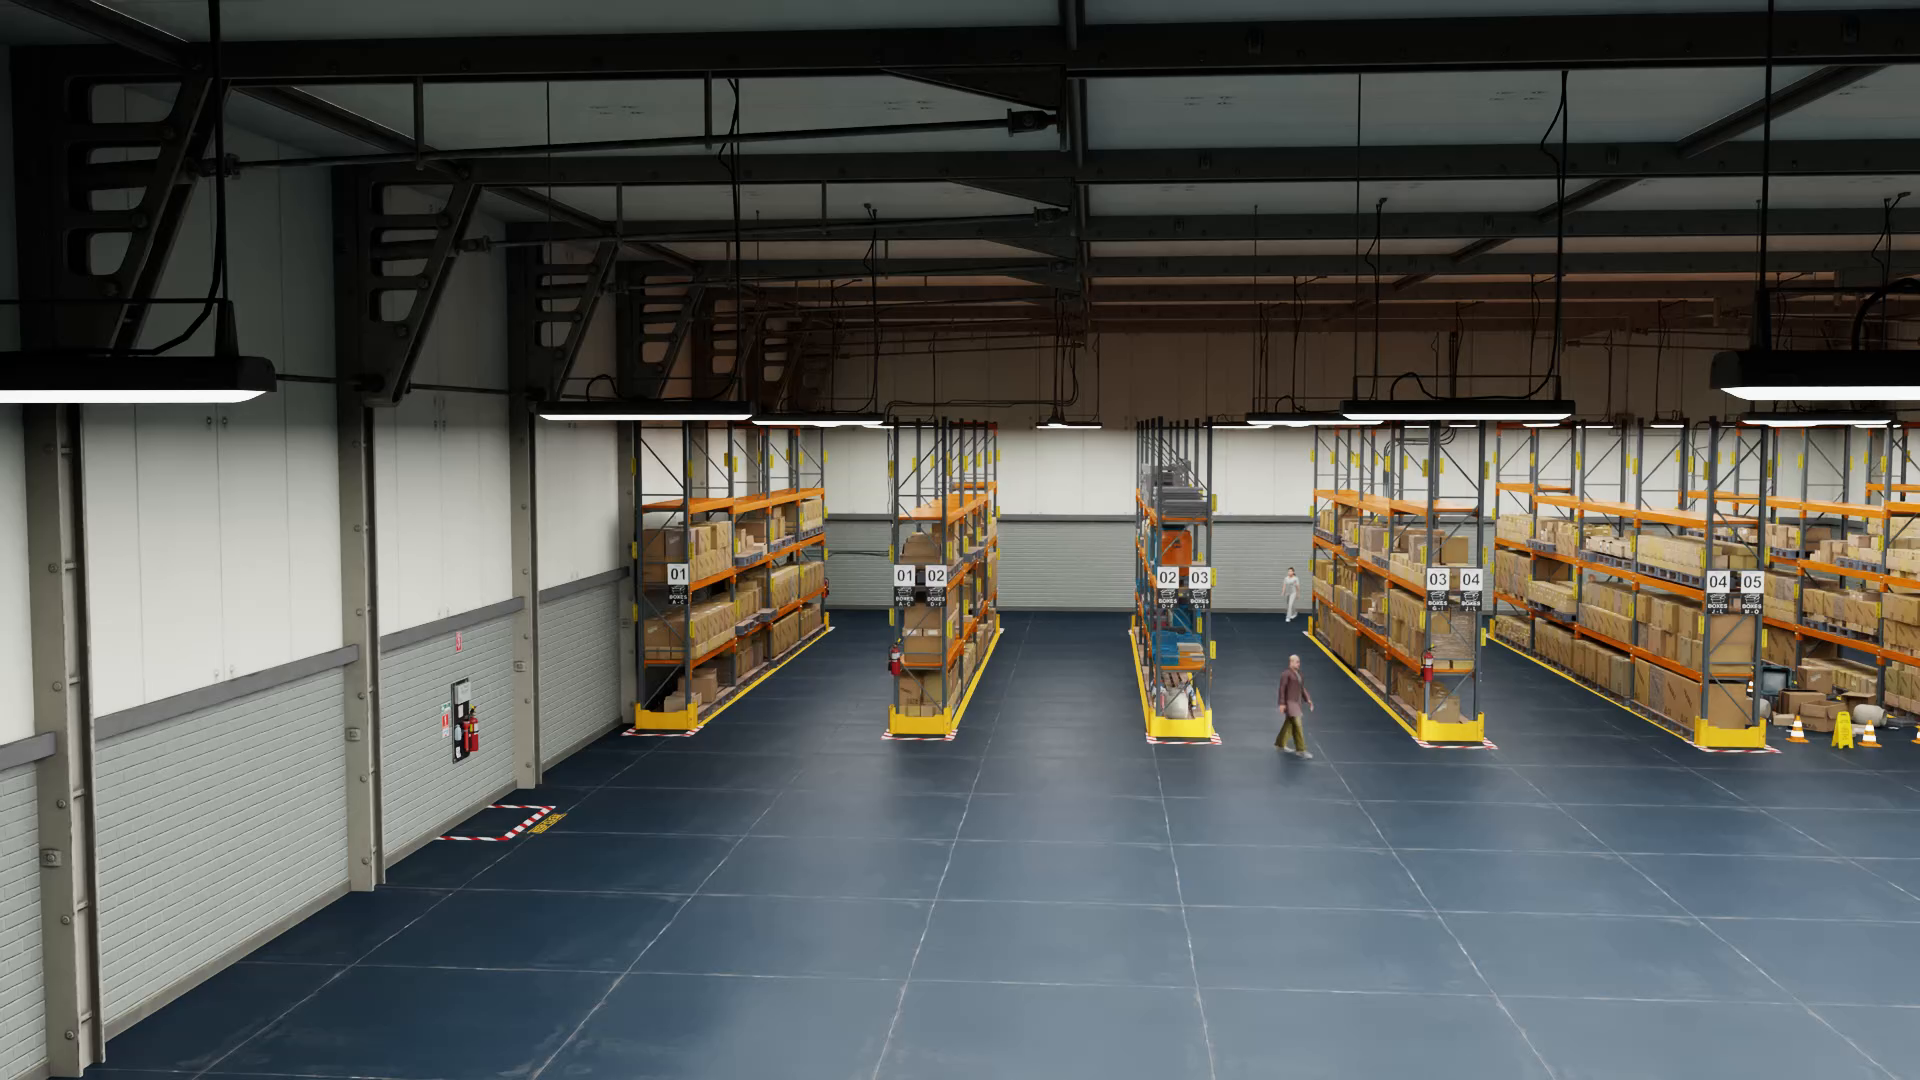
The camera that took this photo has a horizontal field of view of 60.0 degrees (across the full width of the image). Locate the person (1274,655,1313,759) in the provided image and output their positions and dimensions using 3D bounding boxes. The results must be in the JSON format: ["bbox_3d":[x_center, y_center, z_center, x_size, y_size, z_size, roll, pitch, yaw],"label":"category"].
[{"bbox_3d":[5.937,2.909,29.343,0.874,1.756,0.610,3,5,35],"label":"person"}]

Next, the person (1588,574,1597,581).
[{"bbox_3d":[17.755,1.830,46.775,0.641,1.764,0.579,1,4,13],"label":"person"}]

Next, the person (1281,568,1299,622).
[{"bbox_3d":[9.972,1.633,50.060,0.470,1.613,1.091,3,5,35],"label":"person"}]
